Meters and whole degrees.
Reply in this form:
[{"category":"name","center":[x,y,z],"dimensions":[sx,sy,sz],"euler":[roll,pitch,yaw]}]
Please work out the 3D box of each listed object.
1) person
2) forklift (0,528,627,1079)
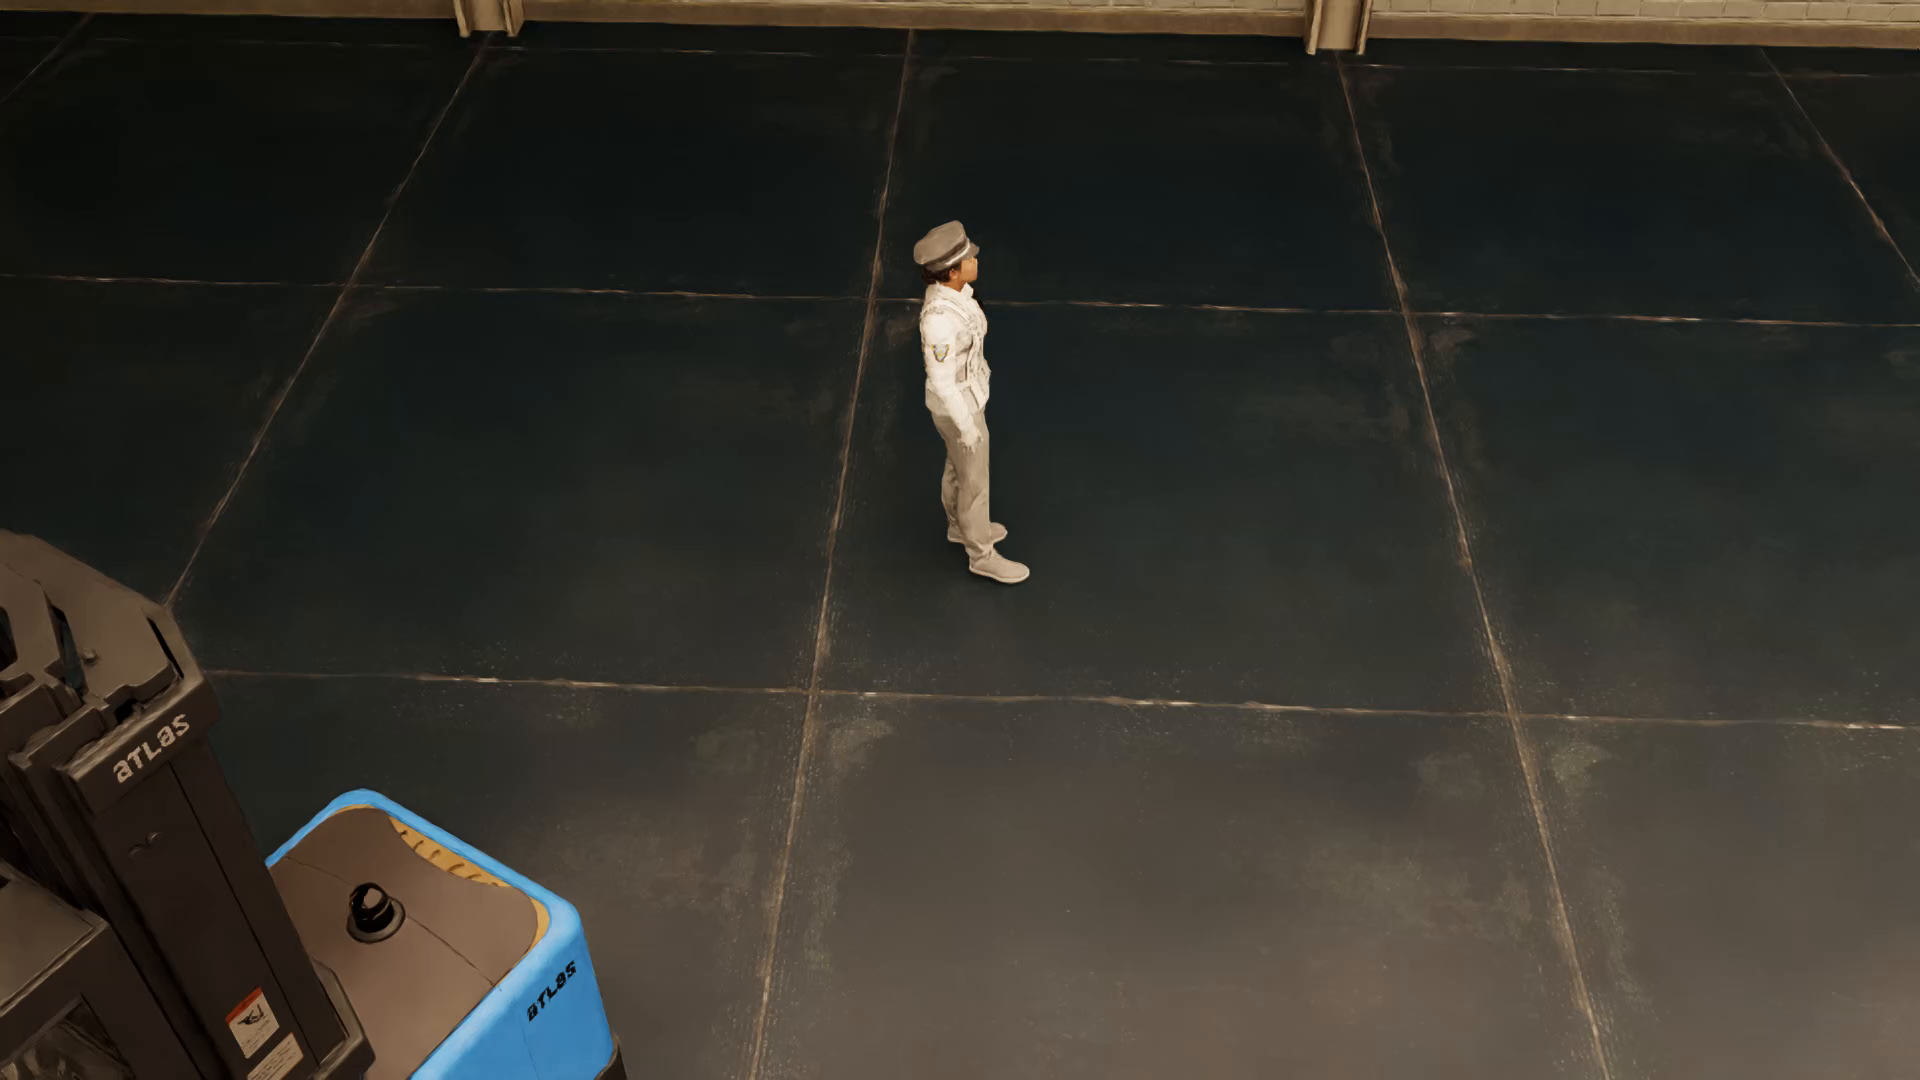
[{"category":"person","center":[0.067,-0.624,7.332],"dimensions":[0.532,1.695,0.586],"euler":[2,42,2]},{"category":"forklift","center":[-2.347,1.521,4.076],"dimensions":[1.130,2.935,3.031],"euler":[22,47,23]}]
